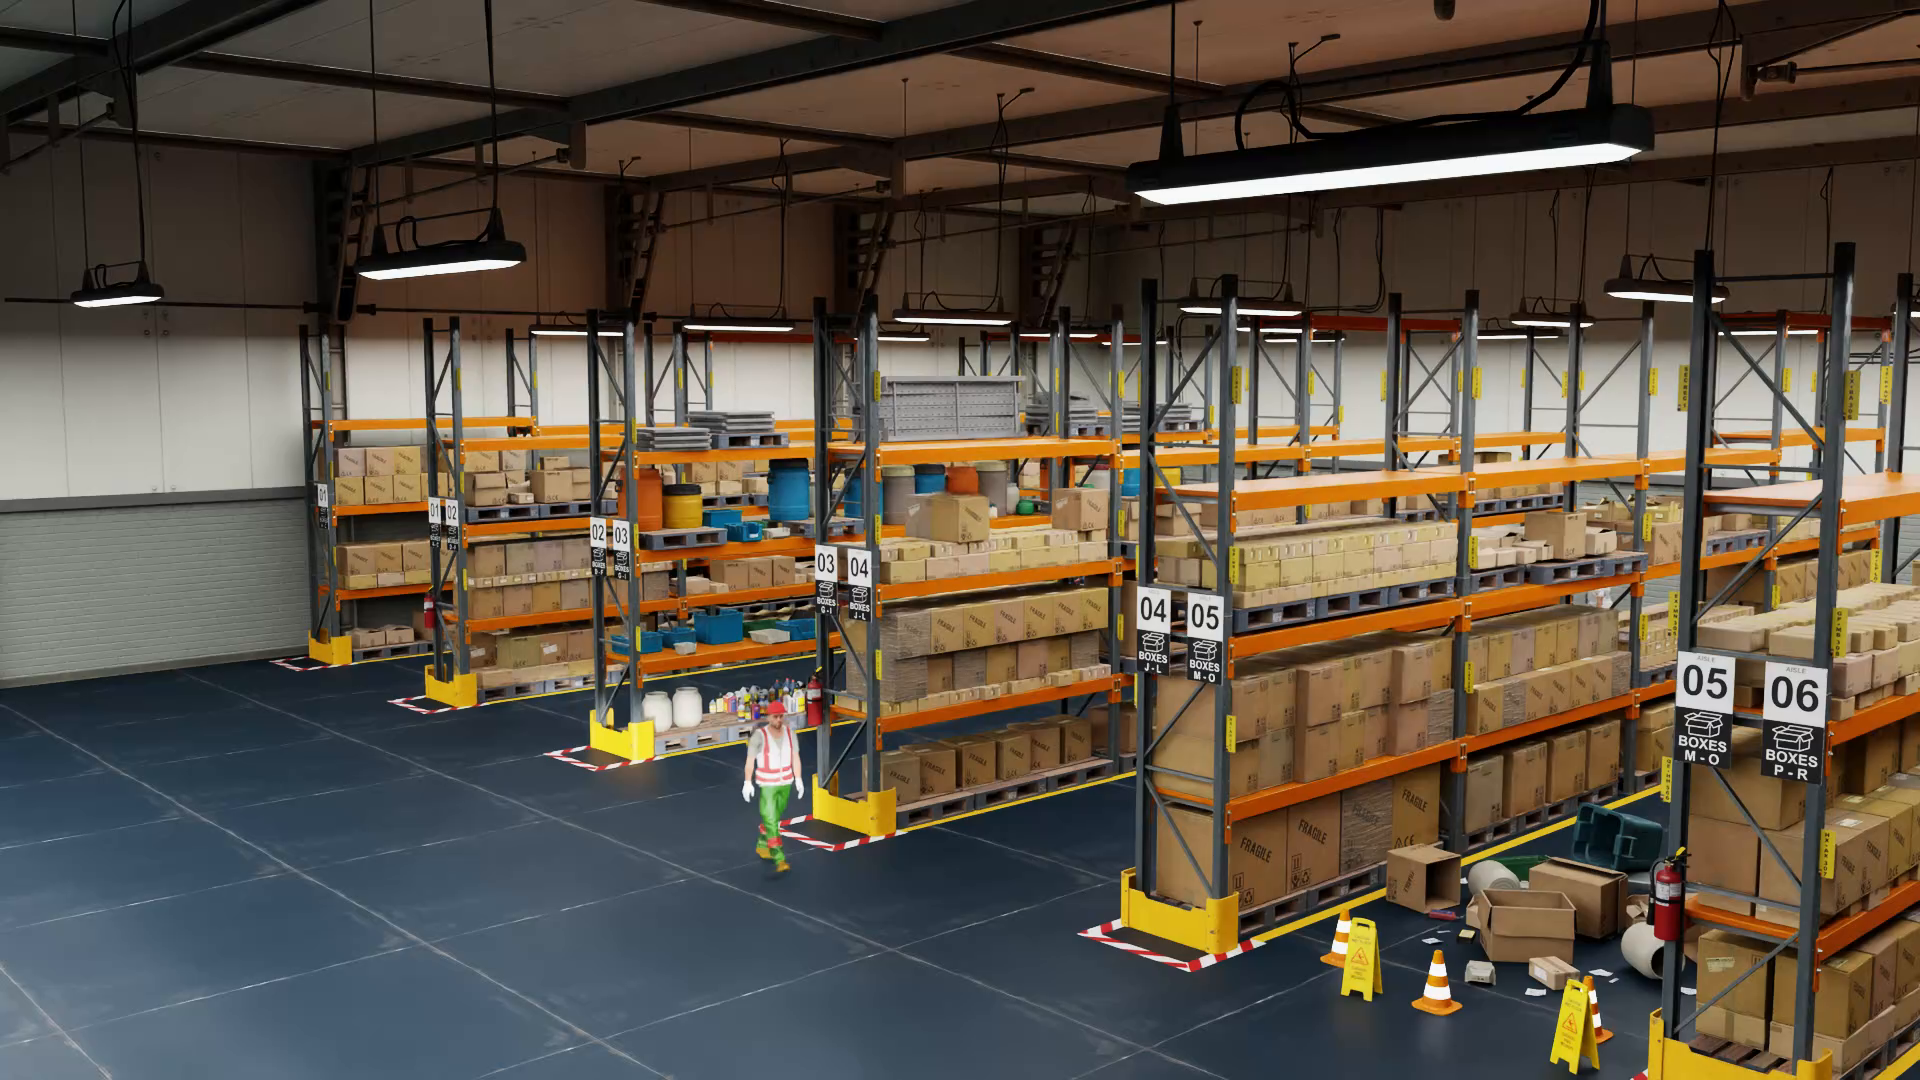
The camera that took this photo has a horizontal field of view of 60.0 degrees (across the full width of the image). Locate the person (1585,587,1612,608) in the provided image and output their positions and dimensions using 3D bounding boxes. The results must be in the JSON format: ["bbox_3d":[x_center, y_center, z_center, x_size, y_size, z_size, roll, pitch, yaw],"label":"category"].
[{"bbox_3d":[11.540,1.278,30.153,0.521,1.687,1.022,-4,7,-36],"label":"person"}]

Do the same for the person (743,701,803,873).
[{"bbox_3d":[-1.891,2.531,17.268,0.576,1.726,1.038,-4,7,-38],"label":"person"}]
